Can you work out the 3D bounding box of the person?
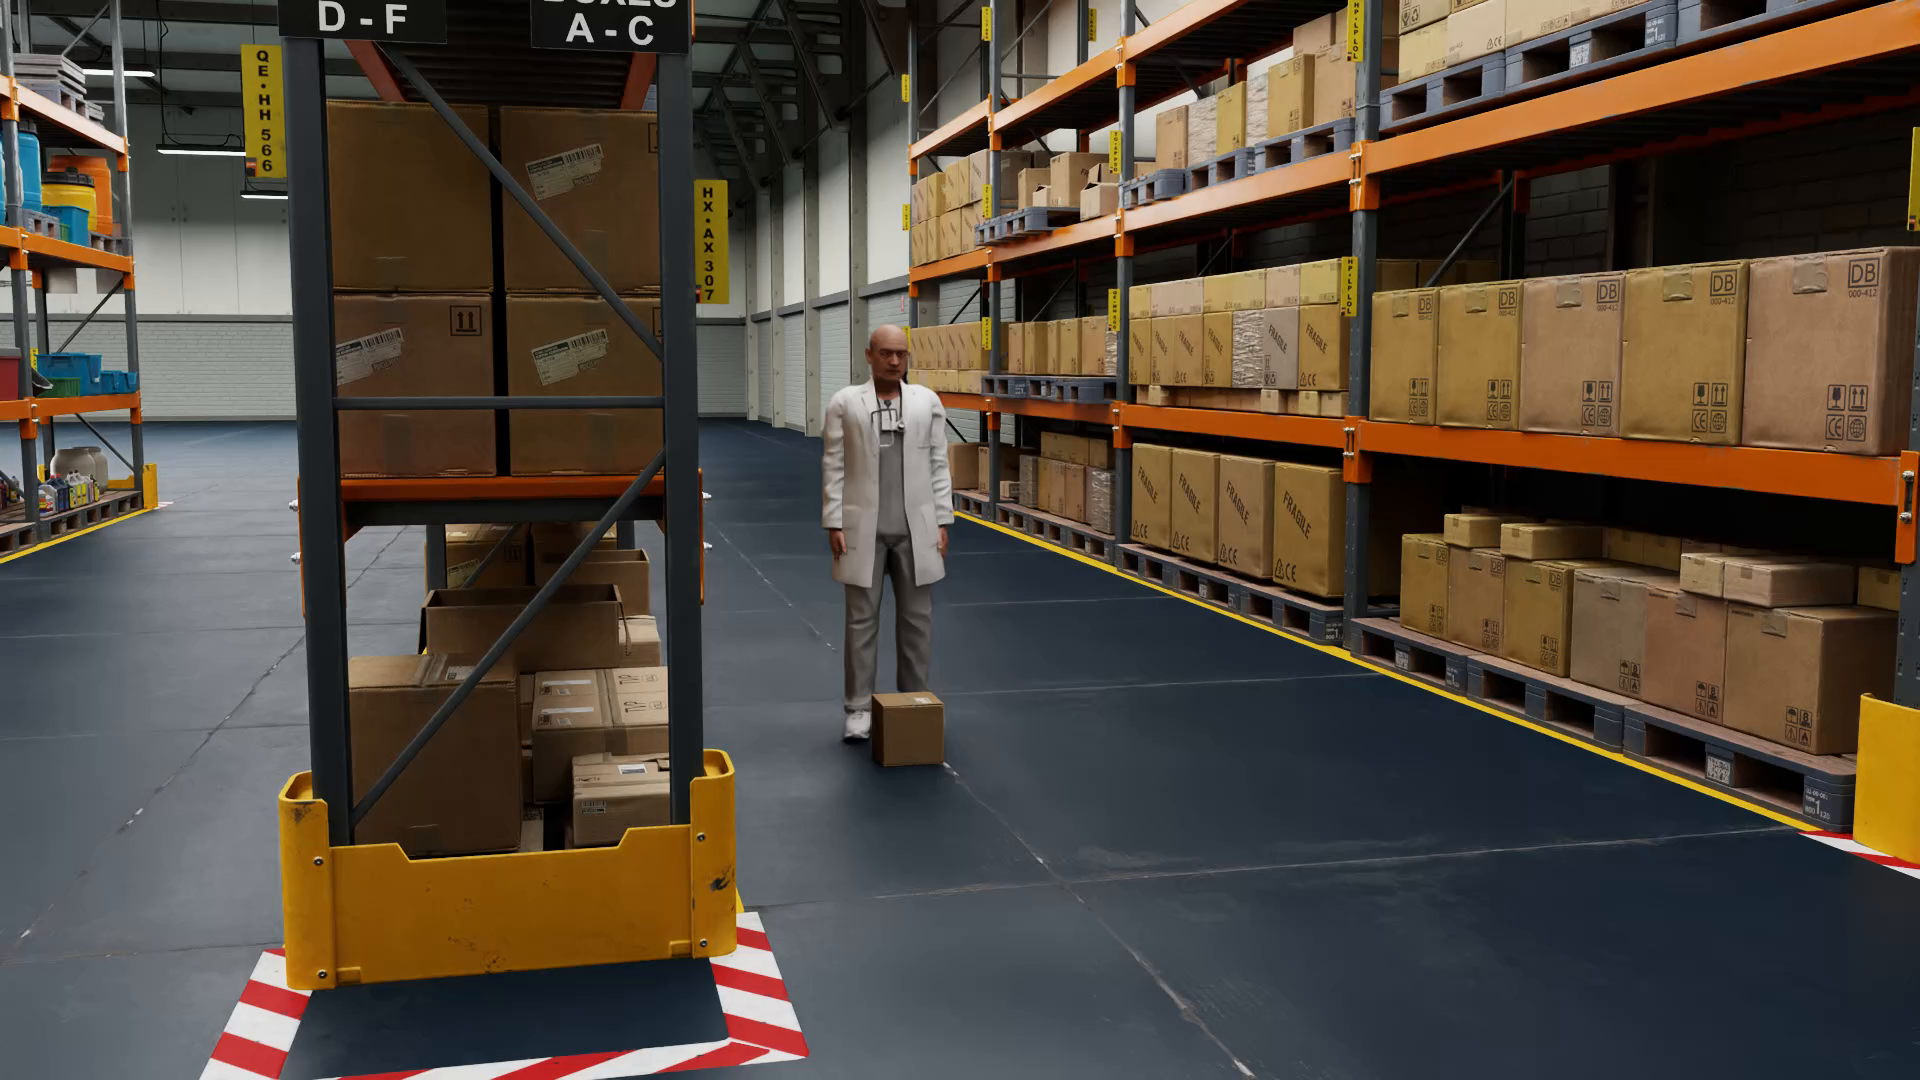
[{"bbox_3d":[-0.308,-0.019,7.240,0.588,1.825,0.404,-1,6,-10],"label":"person"}]
